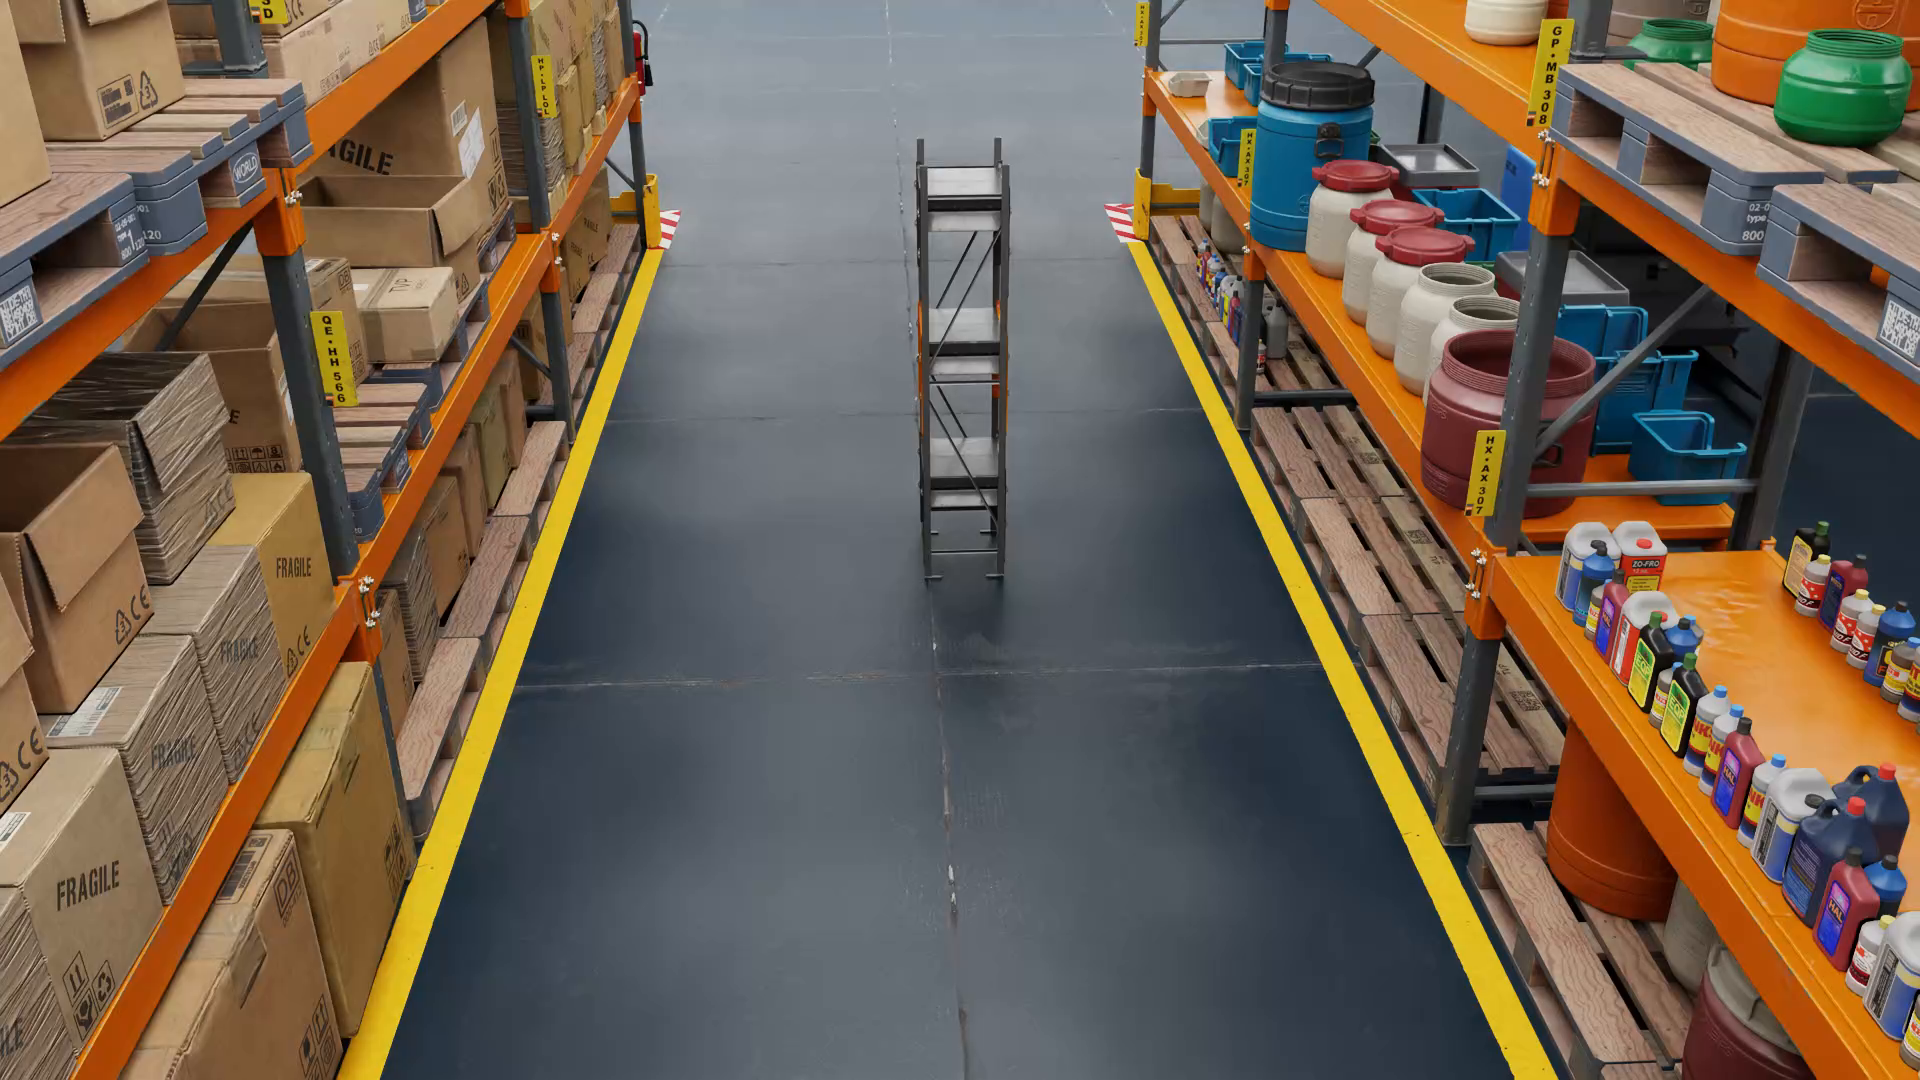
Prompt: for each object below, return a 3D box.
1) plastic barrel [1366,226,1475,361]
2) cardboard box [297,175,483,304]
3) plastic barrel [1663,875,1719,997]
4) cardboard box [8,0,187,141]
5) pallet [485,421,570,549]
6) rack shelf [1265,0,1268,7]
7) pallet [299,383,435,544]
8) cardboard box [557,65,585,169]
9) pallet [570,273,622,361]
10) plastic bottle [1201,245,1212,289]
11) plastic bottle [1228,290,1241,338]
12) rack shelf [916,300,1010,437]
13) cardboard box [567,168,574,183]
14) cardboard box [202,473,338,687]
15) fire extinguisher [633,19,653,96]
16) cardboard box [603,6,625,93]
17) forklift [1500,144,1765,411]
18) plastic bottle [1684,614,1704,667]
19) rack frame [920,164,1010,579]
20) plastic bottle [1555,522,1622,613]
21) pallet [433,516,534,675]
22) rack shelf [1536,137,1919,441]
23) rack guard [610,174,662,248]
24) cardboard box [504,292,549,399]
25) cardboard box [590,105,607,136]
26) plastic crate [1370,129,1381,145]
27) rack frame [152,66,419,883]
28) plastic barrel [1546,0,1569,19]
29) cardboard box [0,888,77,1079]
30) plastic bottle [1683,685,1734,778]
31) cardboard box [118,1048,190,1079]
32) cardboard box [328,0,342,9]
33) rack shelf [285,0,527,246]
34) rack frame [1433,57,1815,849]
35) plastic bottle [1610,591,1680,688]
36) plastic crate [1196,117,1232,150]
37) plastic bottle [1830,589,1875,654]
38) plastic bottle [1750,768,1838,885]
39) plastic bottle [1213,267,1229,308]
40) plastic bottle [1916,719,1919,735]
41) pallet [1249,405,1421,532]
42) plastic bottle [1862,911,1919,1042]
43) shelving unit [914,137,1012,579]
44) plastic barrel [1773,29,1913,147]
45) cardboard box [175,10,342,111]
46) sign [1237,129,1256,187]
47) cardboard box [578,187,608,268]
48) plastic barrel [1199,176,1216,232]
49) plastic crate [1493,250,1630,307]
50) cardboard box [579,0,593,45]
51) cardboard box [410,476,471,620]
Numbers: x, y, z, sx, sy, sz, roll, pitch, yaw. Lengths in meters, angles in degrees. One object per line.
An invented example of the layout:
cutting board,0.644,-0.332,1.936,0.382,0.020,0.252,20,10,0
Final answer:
plastic barrel,2.055,-1.095,7.460,0.433,0.535,0.433,0,28,0
cardboard box,-2.601,-1.335,7.500,0.797,0.503,0.637,1,28,3
plastic barrel,2.533,1.227,5.389,0.421,0.512,0.421,0,28,0
cardboard box,-2.471,-1.336,4.259,0.797,0.503,0.637,0,28,0
pallet,-2.741,-0.305,9.107,1.003,0.211,1.213,-1,28,-3
rack shelf,2.058,-3.956,10.625,1.077,0.370,4.000,-1,28,-3
pallet,-2.718,-0.296,6.281,1.213,0.211,1.003,-1,28,-3
cardboard box,-2.736,-2.519,9.906,0.875,0.500,0.500,-1,28,-3
pallet,-2.921,-1.539,11.473,1.003,0.211,1.213,-1,28,-3
plastic bottle,1.731,-1.909,11.628,0.061,0.283,0.133,-1,28,-2
plastic bottle,1.781,-1.465,10.777,0.061,0.283,0.133,0,28,1
rack shelf,0.009,-0.842,8.124,0.431,0.518,0.480,-1,28,-3
cardboard box,-2.558,-2.242,10.077,0.380,0.149,0.250,-1,28,-3
cardboard box,-2.301,0.123,5.161,0.500,0.500,0.500,-1,28,-1
fire extinguisher,-2.538,-3.778,12.834,0.296,0.674,0.183,-1,28,-3
cardboard box,-2.845,-3.442,11.676,0.875,0.500,0.500,-1,28,-3
forklift,4.476,-2.551,10.471,1.130,2.935,3.031,-1,28,-1
plastic bottle,2.219,0.324,5.100,0.097,0.201,0.097,0,28,0
rack frame,0.021,-0.742,7.902,0.400,2.100,0.015,-1,28,-3
plastic bottle,2.071,0.089,5.470,0.152,0.276,0.135,-1,28,-3
pallet,-2.675,0.259,8.025,1.003,0.211,1.213,-1,28,-3
rack shelf,2.476,-0.261,3.541,1.077,0.370,4.000,-1,28,-3
rack guard,-2.988,-2.605,13.204,1.175,0.500,0.348,-1,28,-3
cardboard box,-2.764,-1.165,9.989,0.500,0.500,0.500,-2,28,-4
cardboard box,-2.588,-2.820,11.186,0.380,0.149,0.250,-1,28,-3
plastic crate,2.374,-2.561,10.645,0.450,0.188,0.662,-1,28,-3
rack frame,-2.575,-0.054,5.610,1.000,3.000,0.127,-1,28,-3
plastic barrel,2.511,-2.381,6.363,0.600,0.830,0.708,-1,28,-3
cardboard box,-2.193,1.067,3.352,0.500,0.500,0.500,-2,28,-4
plastic bottle,2.093,0.527,4.635,0.097,0.271,0.097,0,28,0
cardboard box,-2.467,1.841,3.819,1.225,0.875,0.875,-2,28,-4
cardboard box,-2.365,-2.108,5.655,0.500,0.500,0.500,-1,28,-2
rack shelf,-2.679,-1.989,6.854,1.077,0.370,4.000,-1,28,-3
rack frame,2.372,-0.174,5.839,1.000,3.000,0.127,-1,28,-3
plastic bottle,2.096,0.303,5.060,0.152,0.276,0.135,-1,28,-3
plastic crate,1.825,-2.648,10.868,0.530,0.136,0.437,-1,28,-3
plastic bottle,2.819,0.251,5.240,0.097,0.201,0.097,0,28,0
plastic bottle,2.144,0.729,4.242,0.152,0.276,0.135,-1,28,-3
plastic bottle,1.771,-1.711,11.261,0.097,0.271,0.097,0,28,0
plastic bottle,2.844,0.476,4.809,0.097,0.201,0.097,0,28,0
pallet,2.243,-0.423,9.332,1.003,0.211,1.213,-1,28,-3
plastic bottle,2.173,0.983,3.755,0.152,0.276,0.135,-1,28,-3
shelving unit,0.009,-0.855,8.118,0.431,2.100,0.503,-1,28,-3
plastic barrel,2.197,-1.126,4.136,0.294,0.245,0.294,0,28,0
cardboard box,-2.345,-1.541,5.379,0.500,0.250,0.500,-1,28,-2
sign,1.613,-2.135,9.301,0.100,0.325,0.005,-1,28,-3
cardboard box,-2.911,-2.262,12.093,0.500,0.500,0.500,6,28,11
plastic barrel,2.065,-2.649,12.822,0.421,0.512,0.421,0,28,0
plastic crate,2.593,-0.956,7.270,0.402,0.464,0.583,-1,28,-3
cardboard box,-2.643,-3.427,10.567,0.500,0.500,0.500,-1,28,-3
cardboard box,-2.708,0.033,7.671,0.700,0.500,0.500,1,28,2
